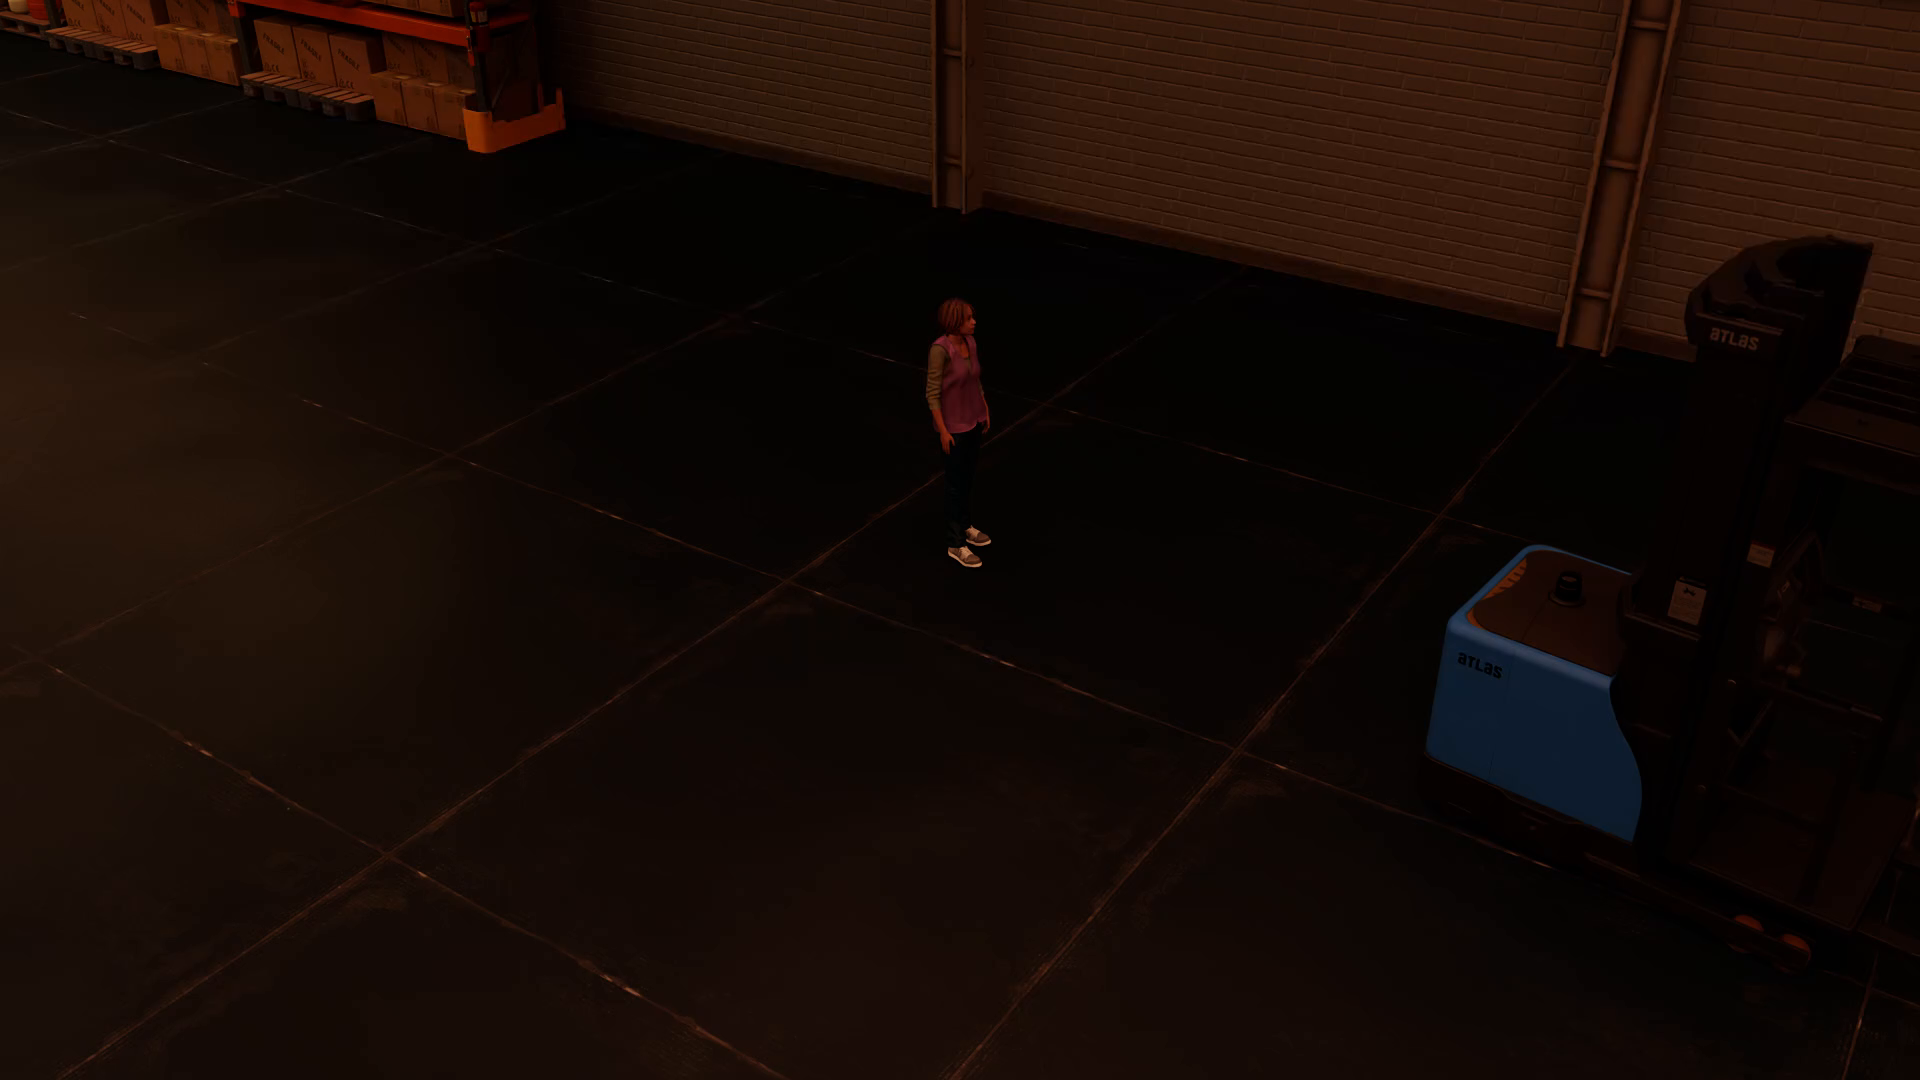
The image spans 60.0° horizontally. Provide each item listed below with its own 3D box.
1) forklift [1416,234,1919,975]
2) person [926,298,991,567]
[{"bbox_3d":[3.715,0.319,7.032,3.031,2.935,1.130,23,37,33],"label":"forklift"},{"bbox_3d":[0.053,-0.670,10.049,0.476,1.597,0.520,19,35,29],"label":"person"}]
